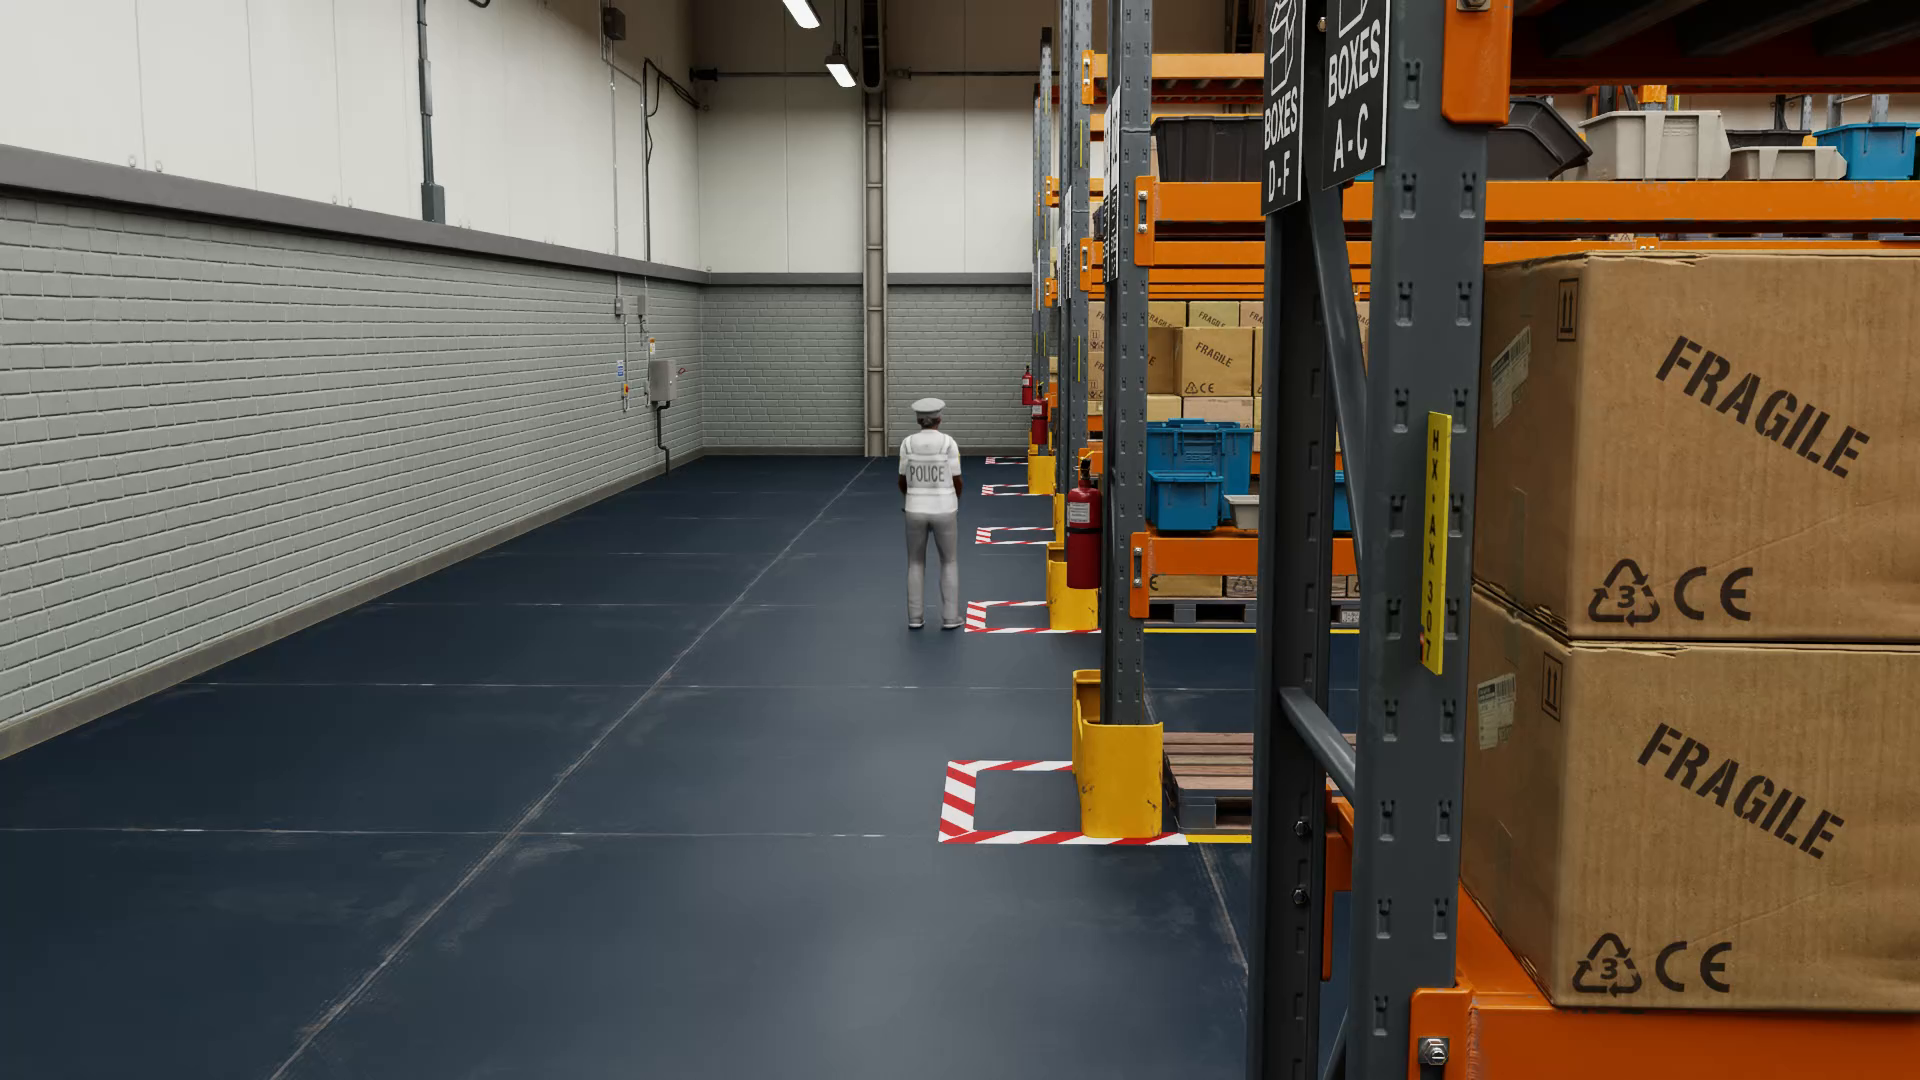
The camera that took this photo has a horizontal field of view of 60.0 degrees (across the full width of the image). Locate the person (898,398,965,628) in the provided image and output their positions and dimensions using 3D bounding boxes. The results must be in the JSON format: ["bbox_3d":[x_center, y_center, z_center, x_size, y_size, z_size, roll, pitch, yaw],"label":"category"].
[{"bbox_3d":[-0.211,-0.196,12.206,0.479,1.684,0.429,1,7,7],"label":"person"}]
